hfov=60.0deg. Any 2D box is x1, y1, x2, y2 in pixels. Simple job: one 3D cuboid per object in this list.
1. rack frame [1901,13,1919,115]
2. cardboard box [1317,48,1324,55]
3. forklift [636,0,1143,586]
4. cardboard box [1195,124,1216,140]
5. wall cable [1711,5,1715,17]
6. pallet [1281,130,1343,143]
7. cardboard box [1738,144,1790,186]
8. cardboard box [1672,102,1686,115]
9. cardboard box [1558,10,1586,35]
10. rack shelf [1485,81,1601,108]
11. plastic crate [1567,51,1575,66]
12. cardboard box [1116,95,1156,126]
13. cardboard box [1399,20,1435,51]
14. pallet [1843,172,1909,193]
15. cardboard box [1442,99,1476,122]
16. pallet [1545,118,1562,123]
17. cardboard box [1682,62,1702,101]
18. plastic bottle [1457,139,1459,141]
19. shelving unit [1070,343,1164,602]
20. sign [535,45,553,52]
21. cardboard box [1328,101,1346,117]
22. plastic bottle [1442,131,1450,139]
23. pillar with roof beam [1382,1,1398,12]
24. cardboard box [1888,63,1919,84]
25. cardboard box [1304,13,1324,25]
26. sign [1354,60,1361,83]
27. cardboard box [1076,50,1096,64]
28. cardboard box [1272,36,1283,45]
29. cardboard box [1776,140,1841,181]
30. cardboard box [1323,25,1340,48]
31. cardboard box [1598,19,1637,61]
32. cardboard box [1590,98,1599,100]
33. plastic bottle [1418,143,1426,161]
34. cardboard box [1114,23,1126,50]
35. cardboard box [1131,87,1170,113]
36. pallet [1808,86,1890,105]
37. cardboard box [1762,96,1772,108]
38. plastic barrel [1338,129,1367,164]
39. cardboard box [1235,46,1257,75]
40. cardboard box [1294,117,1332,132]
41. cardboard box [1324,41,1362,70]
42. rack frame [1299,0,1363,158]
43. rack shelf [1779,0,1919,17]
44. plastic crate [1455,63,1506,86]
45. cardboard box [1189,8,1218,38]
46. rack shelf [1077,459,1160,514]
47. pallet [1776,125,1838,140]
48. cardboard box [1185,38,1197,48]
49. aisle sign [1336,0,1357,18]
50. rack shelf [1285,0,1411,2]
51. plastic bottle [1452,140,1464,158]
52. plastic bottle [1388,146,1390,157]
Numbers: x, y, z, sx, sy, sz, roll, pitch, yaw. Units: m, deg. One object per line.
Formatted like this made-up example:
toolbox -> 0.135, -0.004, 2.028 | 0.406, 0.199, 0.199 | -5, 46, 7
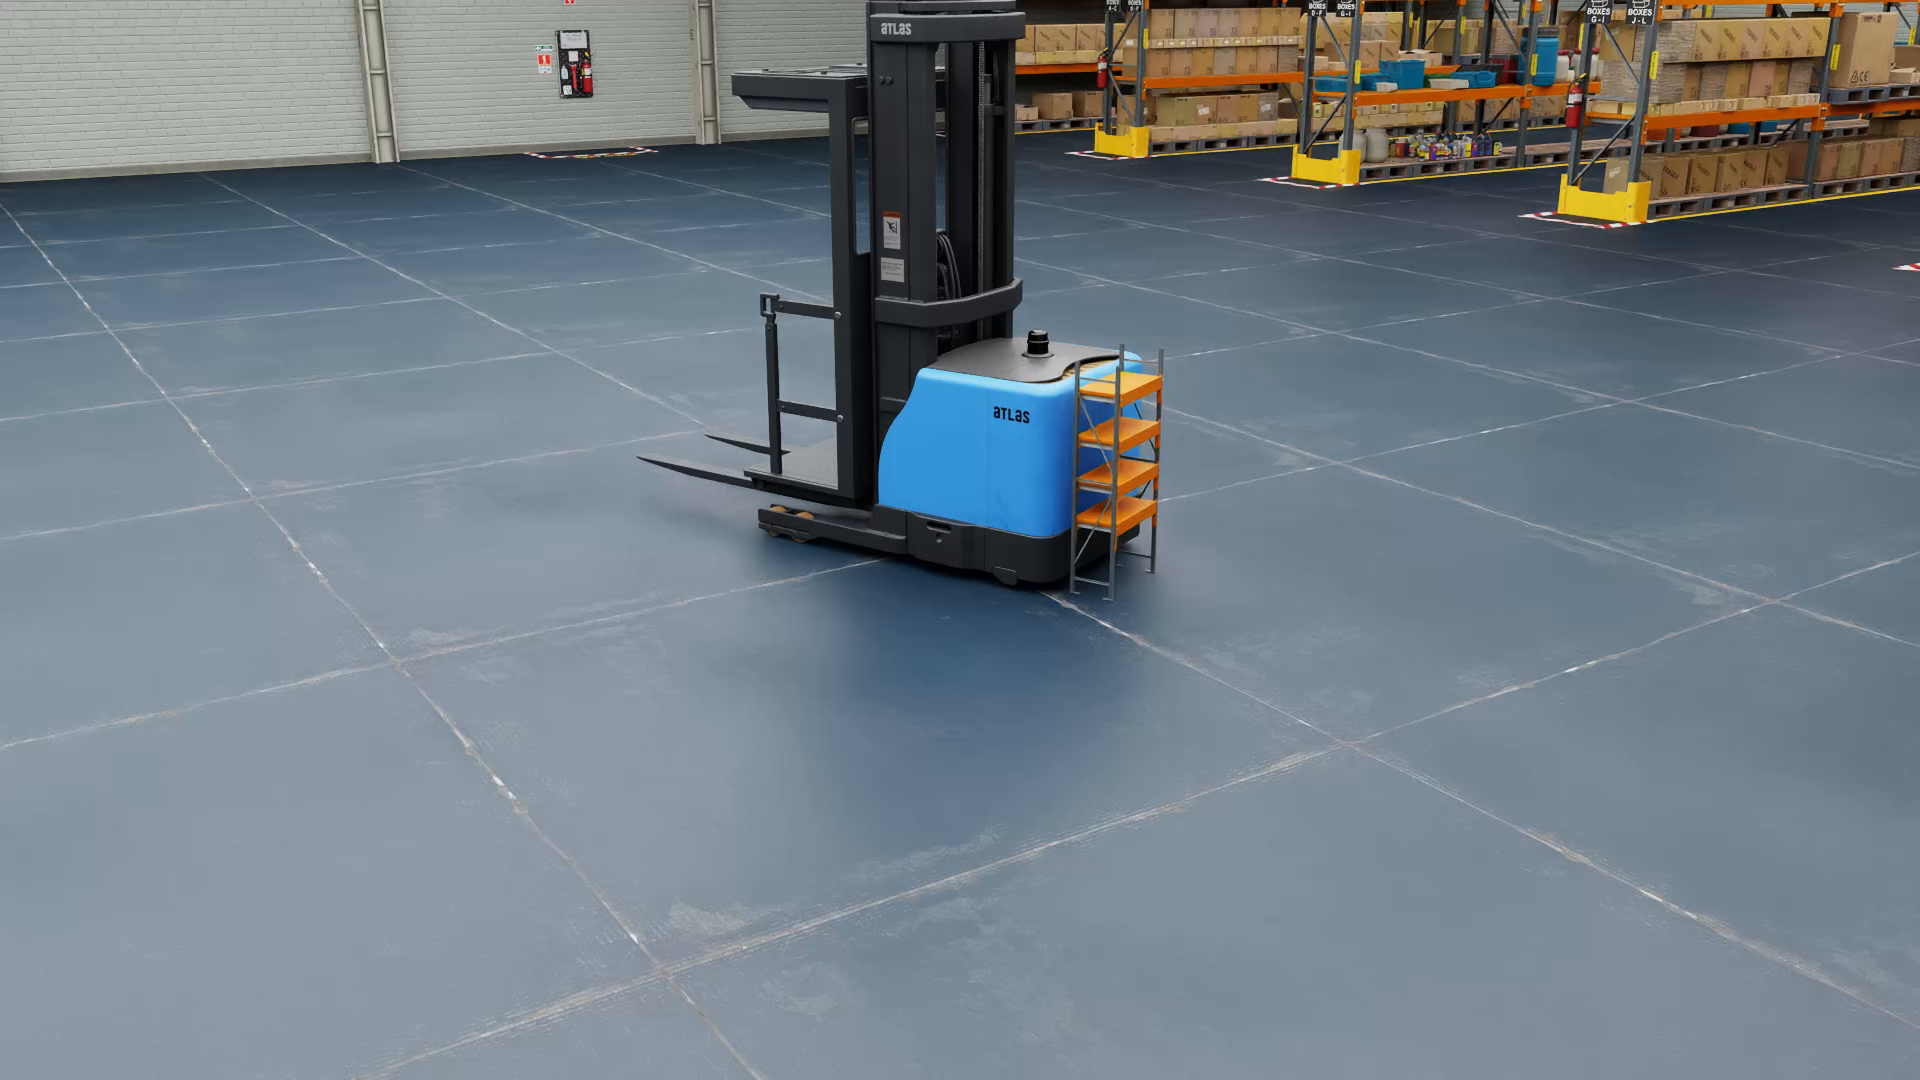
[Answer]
rack frame -> 15.005, -7.046, 25.402 | 0.127, 3.000, 1.000 | -12, 22, -31
cardboard box -> 8.072, -11.098, 37.751 | 0.250, 0.149, 0.380 | -11, 22, -30
forklift -> -0.520, -1.502, 9.110 | 3.031, 2.935, 1.130 | 12, 22, 32
cardboard box -> 4.282, -7.395, 30.073 | 0.500, 0.250, 0.500 | -12, 22, -31
wall cable -> 18.434, -14.701, 43.527 | 0.112, 2.526, 3.097 | -12, 22, -31
pallet -> 6.813, -7.811, 32.019 | 1.213, 0.211, 1.003 | -12, 22, -31
cardboard box -> 11.308, -5.296, 23.474 | 0.500, 0.500, 0.500 | -13, 22, -33
cardboard box -> 9.129, -5.583, 21.467 | 0.250, 0.149, 0.380 | -12, 22, -31
cardboard box -> 13.180, -11.080, 35.618 | 0.500, 0.500, 0.500 | -12, 22, -31
rack shelf -> 10.610, -7.677, 28.394 | 4.000, 0.370, 1.077 | -12, 22, -31
plastic crate -> 10.763, -8.198, 28.710 | 0.583, 0.464, 0.402 | -12, 22, -31
cardboard box -> 3.162, -7.713, 29.841 | 0.500, 0.500, 0.500 | -12, 22, -31
cardboard box -> 10.635, -11.958, 39.464 | 0.700, 0.700, 0.980 | -12, 22, -31
pallet -> 13.333, -5.374, 24.811 | 1.213, 0.211, 1.003 | -12, 22, -31
cardboard box -> 10.097, -8.724, 33.582 | 0.500, 0.500, 0.500 | -11, 22, -29
pallet -> 13.474, -9.200, 36.129 | 1.213, 0.211, 1.003 | -12, 22, -31
cardboard box -> 9.149, -6.034, 21.790 | 0.500, 0.500, 0.875 | -12, 22, -31
plastic bottle -> 8.053, -6.329, 26.837 | 0.133, 0.283, 0.061 | -12, 22, -31
shelving unit -> 0.791, -0.348, 8.401 | 0.258, 1.200, 0.503 | 11, 22, 30
sign -> -7.346, -8.681, 29.355 | 0.331, 0.109, 0.001 | -12, 22, -31
cardboard box -> 7.122, -8.246, 31.716 | 0.500, 0.311, 0.500 | -12, 22, -32
plastic bottle -> 8.038, -6.588, 27.498 | 0.185, 0.351, 0.144 | -11, 22, -30
pillar with roof beam -> 12.649, -13.770, 35.925 | 0.400, 9.000, 9.100 | -12, 22, -31
cardboard box -> 13.761, -6.815, 24.273 | 0.258, 0.266, 0.396 | -13, 22, -33
cardboard box -> 7.802, -11.679, 37.285 | 0.500, 0.250, 0.500 | -12, 22, -32
sign -> 5.898, -6.945, 24.670 | 0.005, 0.325, 0.100 | -12, 22, -31
cardboard box -> 2.430, -9.911, 34.082 | 0.500, 0.250, 0.500 | -12, 22, -32
cardboard box -> 5.685, -9.151, 30.461 | 0.250, 0.149, 0.380 | -13, 22, -33
cardboard box -> 12.189, -5.468, 23.950 | 0.500, 0.500, 0.700 | -14, 23, -36
cardboard box -> 8.236, -11.412, 37.666 | 0.500, 0.500, 0.500 | -12, 22, -32
cardboard box -> 8.647, -6.461, 21.492 | 0.500, 0.500, 0.500 | -12, 22, -31
cardboard box -> 13.847, -9.644, 36.598 | 0.500, 0.311, 0.500 | -12, 22, -31
plastic bottle -> 7.285, -6.113, 26.217 | 0.097, 0.271, 0.097 | 0, 19, 0
cardboard box -> 3.267, -10.443, 34.484 | 0.500, 0.500, 0.500 | -12, 22, -32
cardboard box -> 4.097, -9.474, 35.801 | 0.500, 0.500, 0.700 | -11, 22, -30
pallet -> 12.382, -6.346, 23.631 | 1.213, 0.211, 1.003 | -12, 22, -31
cardboard box -> 10.762, -5.953, 22.563 | 0.250, 0.149, 0.380 | -12, 22, -31
plastic barrel -> 6.107, -6.118, 25.887 | 0.421, 0.512, 0.421 | 0, 19, 0
cardboard box -> 4.994, -8.777, 30.367 | 0.500, 0.500, 0.700 | -12, 22, -31
cardboard box -> 6.692, -7.893, 31.545 | 0.500, 0.250, 0.500 | -13, 22, -33
cardboard box -> 7.309, -9.263, 31.803 | 0.500, 0.500, 0.500 | -10, 21, -28
rack frame -> 5.599, -6.961, 25.152 | 0.127, 3.000, 1.000 | -12, 22, -31
rack shelf -> 13.334, -7.774, 23.994 | 4.000, 0.370, 1.077 | -12, 22, -31
plastic crate -> 8.433, -7.578, 27.074 | 0.504, 0.338, 0.767 | -12, 22, -31
cardboard box -> 4.176, -9.220, 29.652 | 0.500, 0.500, 0.700 | -12, 22, -31
rack shelf -> 0.791, -0.284, 8.422 | 0.258, 0.148, 0.480 | 11, 22, 30
pallet -> 16.214, -7.894, 32.265 | 1.213, 0.211, 1.003 | -12, 22, -31
cardboard box -> 3.964, -8.788, 29.386 | 0.250, 0.149, 0.380 | -12, 22, -32
aisle sign -> 5.700, -8.102, 24.467 | 0.004, 0.787, 0.394 | -12, 22, -31
rack shelf -> 8.502, -12.453, 37.836 | 4.000, 0.370, 1.077 | -12, 22, -31
plastic bottle -> 7.993, -6.275, 26.689 | 0.135, 0.276, 0.152 | -11, 22, -30
plastic bottle -> 6.892, -6.285, 26.834 | 0.097, 0.201, 0.097 | 0, 19, 0
